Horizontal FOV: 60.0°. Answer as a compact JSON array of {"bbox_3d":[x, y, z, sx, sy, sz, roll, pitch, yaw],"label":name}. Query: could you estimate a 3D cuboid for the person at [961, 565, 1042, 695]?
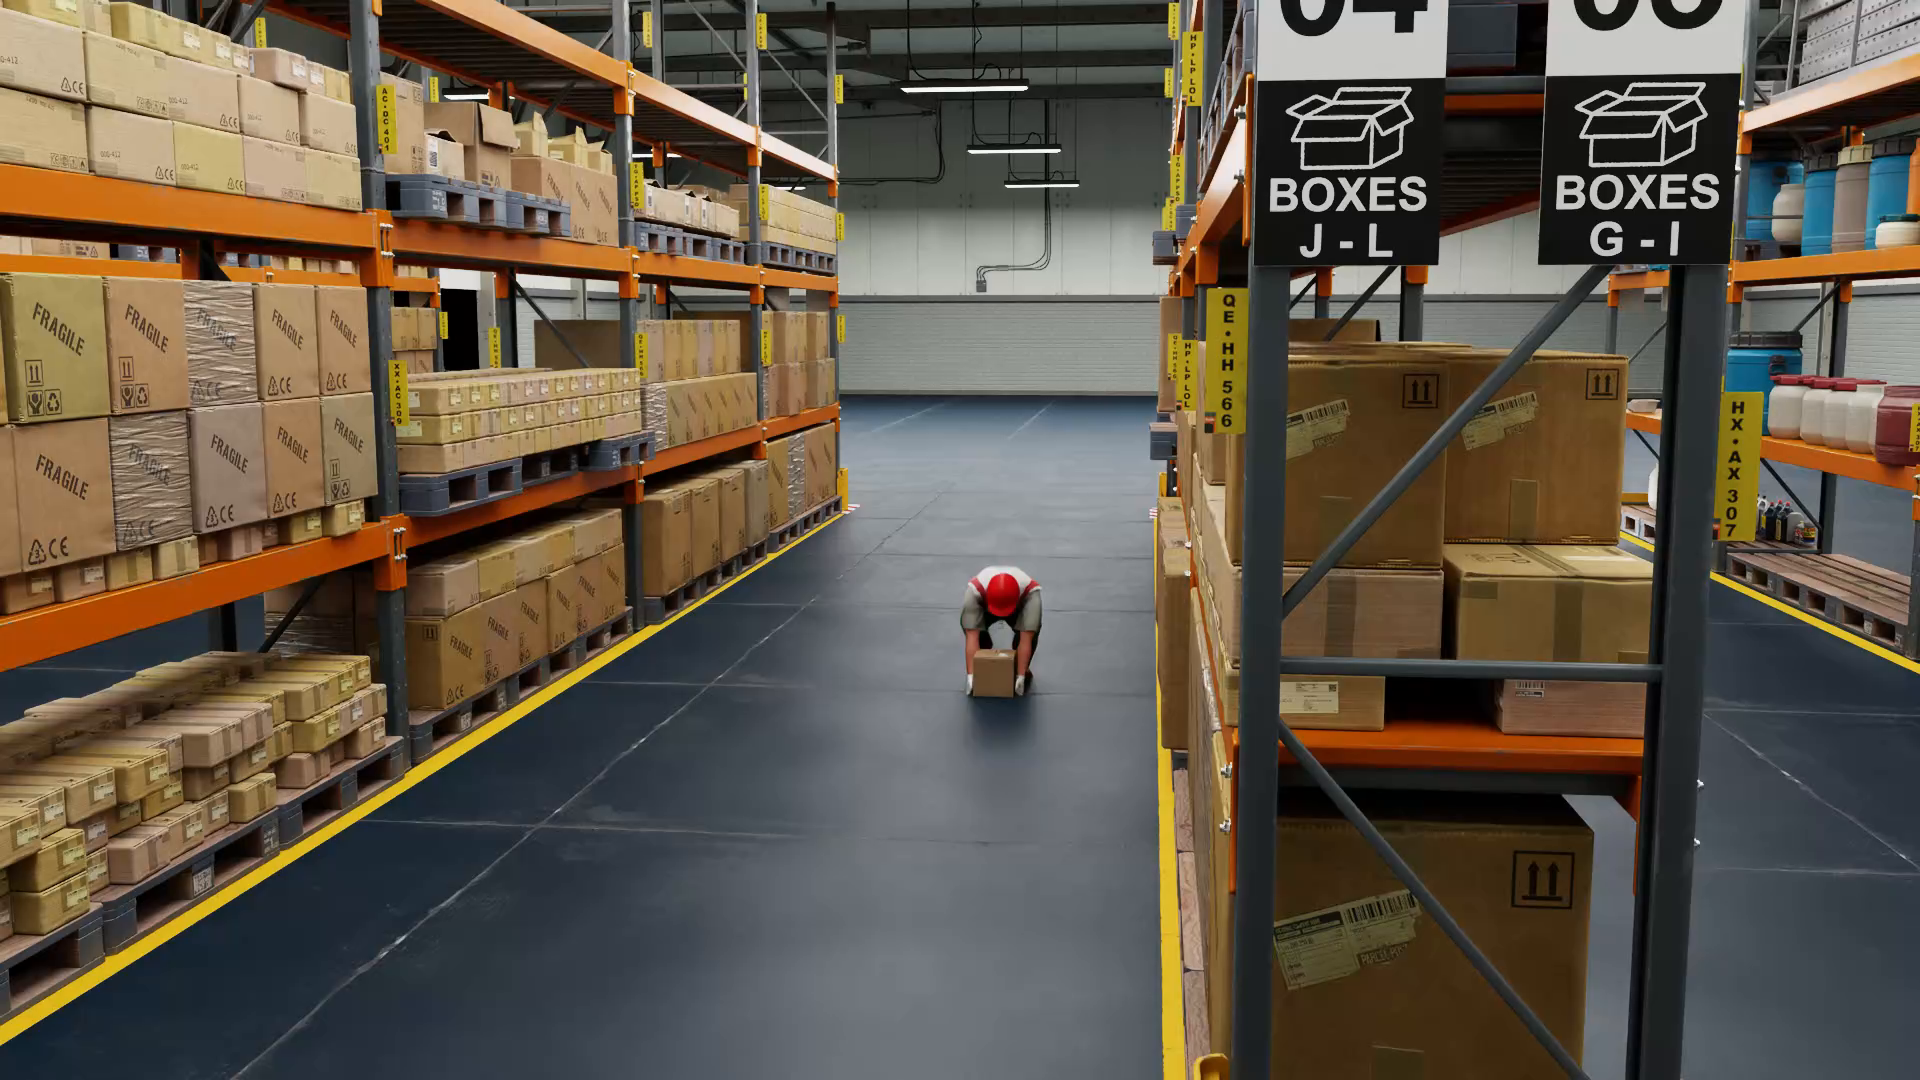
[{"bbox_3d":[0.262,0.552,10.579,0.522,0.809,0.947,1,8,5],"label":"person"}]
